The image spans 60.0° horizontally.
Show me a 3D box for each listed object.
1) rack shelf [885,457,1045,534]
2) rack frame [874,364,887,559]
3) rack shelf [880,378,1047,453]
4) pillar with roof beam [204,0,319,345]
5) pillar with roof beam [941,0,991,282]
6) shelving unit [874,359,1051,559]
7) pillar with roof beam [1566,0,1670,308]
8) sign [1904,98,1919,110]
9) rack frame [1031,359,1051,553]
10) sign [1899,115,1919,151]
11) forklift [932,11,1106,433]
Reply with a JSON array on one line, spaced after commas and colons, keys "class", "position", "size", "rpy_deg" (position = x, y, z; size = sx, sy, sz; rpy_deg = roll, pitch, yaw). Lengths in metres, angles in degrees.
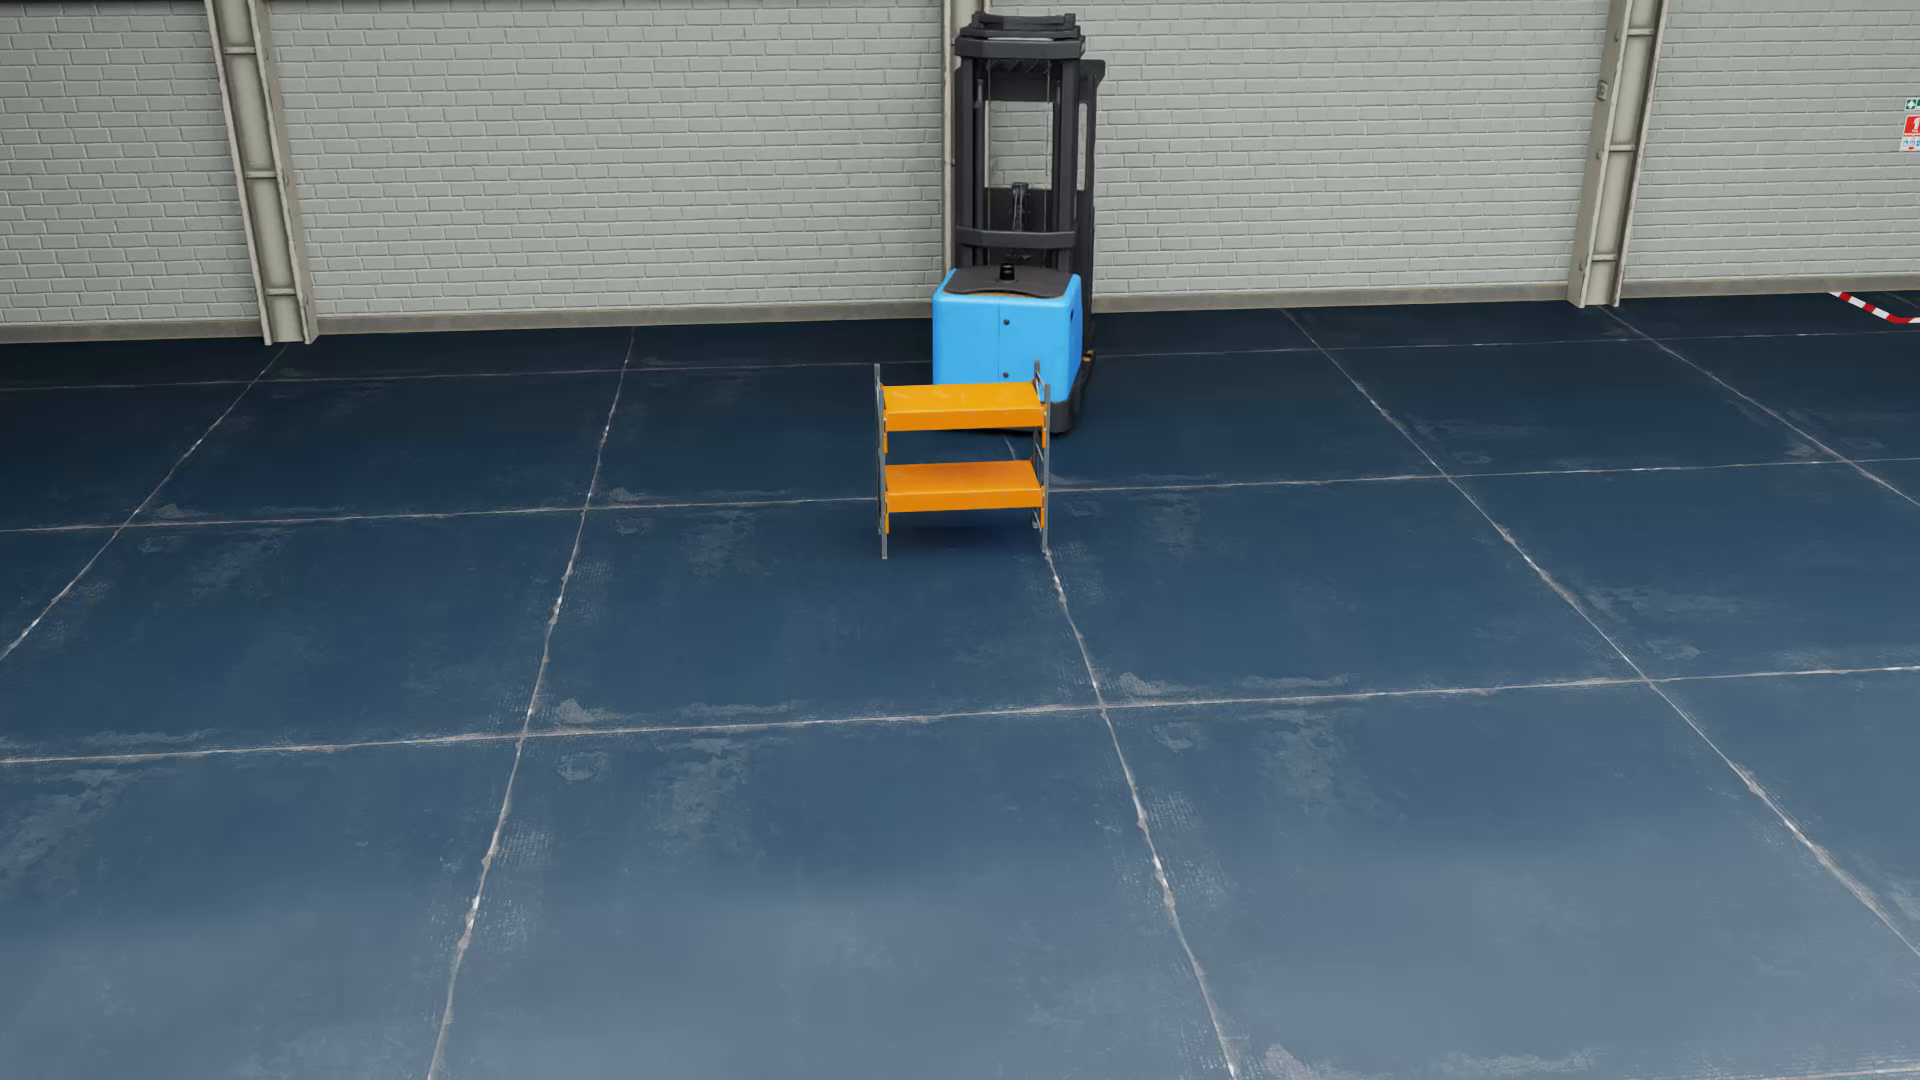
[{"class": "rack shelf", "position": [0.007, -0.291, 10.621], "size": [1.000, 0.278, 0.538], "rpy_deg": [-2, 24, -5]}, {"class": "rack frame", "position": [-0.499, -0.494, 10.476], "size": [0.032, 1.125, 0.500], "rpy_deg": [-2, 24, -5]}, {"class": "rack shelf", "position": [0.007, -0.782, 10.403], "size": [1.000, 0.278, 0.538], "rpy_deg": [-2, 24, -5]}, {"class": "pillar with roof beam", "position": [-5.501, -4.153, 9.015], "size": [0.400, 9.000, 9.100], "rpy_deg": [-2, 24, -5]}, {"class": "pillar with roof beam", "position": [0.470, -4.393, 9.554], "size": [0.400, 9.000, 9.100], "rpy_deg": [-2, 24, -5]}, {"class": "shelving unit", "position": [0.007, -0.514, 10.522], "size": [1.048, 1.125, 0.538], "rpy_deg": [-2, 24, -5]}, {"class": "pillar with roof beam", "position": [6.441, -4.632, 10.093], "size": [0.400, 9.000, 9.100], "rpy_deg": [-2, 24, -5]}, {"class": "sign", "position": [8.970, -4.062, 15.500], "size": [0.331, 0.109, 0.001], "rpy_deg": [-2, 24, -5]}, {"class": "rack frame", "position": [0.513, -0.535, 10.568], "size": [0.032, 1.125, 0.500], "rpy_deg": [-2, 24, -5]}, {"class": "sign", "position": [8.965, -3.823, 15.615], "size": [0.234, 0.329, 0.001], "rpy_deg": [-2, 24, -5]}, {"class": "forklift", "position": [0.540, -2.705, 13.227], "size": [1.130, 2.935, 3.031], "rpy_deg": [4, 24, 9]}]
